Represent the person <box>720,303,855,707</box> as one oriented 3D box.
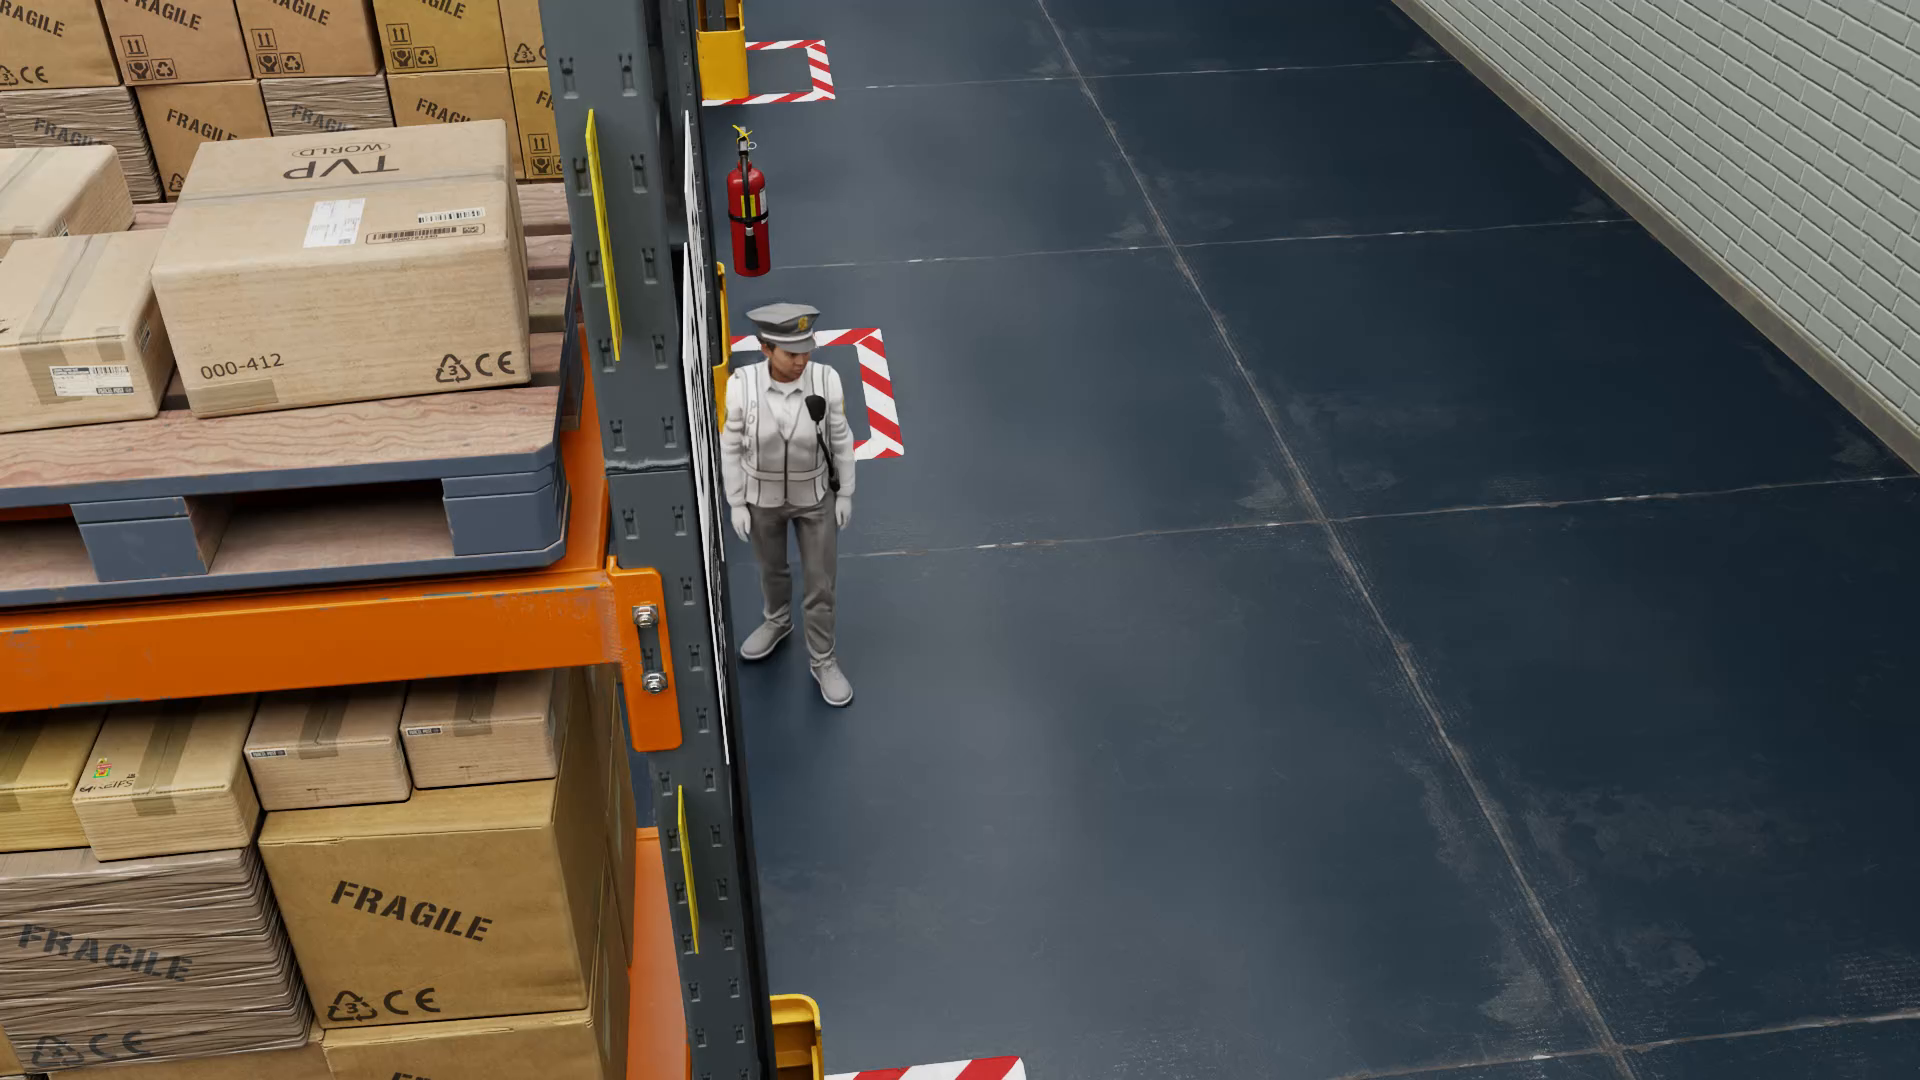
[{"bbox_3d":[-0.650,-0.159,6.360,0.503,1.679,0.526,-2,35,-3],"label":"person"}]
